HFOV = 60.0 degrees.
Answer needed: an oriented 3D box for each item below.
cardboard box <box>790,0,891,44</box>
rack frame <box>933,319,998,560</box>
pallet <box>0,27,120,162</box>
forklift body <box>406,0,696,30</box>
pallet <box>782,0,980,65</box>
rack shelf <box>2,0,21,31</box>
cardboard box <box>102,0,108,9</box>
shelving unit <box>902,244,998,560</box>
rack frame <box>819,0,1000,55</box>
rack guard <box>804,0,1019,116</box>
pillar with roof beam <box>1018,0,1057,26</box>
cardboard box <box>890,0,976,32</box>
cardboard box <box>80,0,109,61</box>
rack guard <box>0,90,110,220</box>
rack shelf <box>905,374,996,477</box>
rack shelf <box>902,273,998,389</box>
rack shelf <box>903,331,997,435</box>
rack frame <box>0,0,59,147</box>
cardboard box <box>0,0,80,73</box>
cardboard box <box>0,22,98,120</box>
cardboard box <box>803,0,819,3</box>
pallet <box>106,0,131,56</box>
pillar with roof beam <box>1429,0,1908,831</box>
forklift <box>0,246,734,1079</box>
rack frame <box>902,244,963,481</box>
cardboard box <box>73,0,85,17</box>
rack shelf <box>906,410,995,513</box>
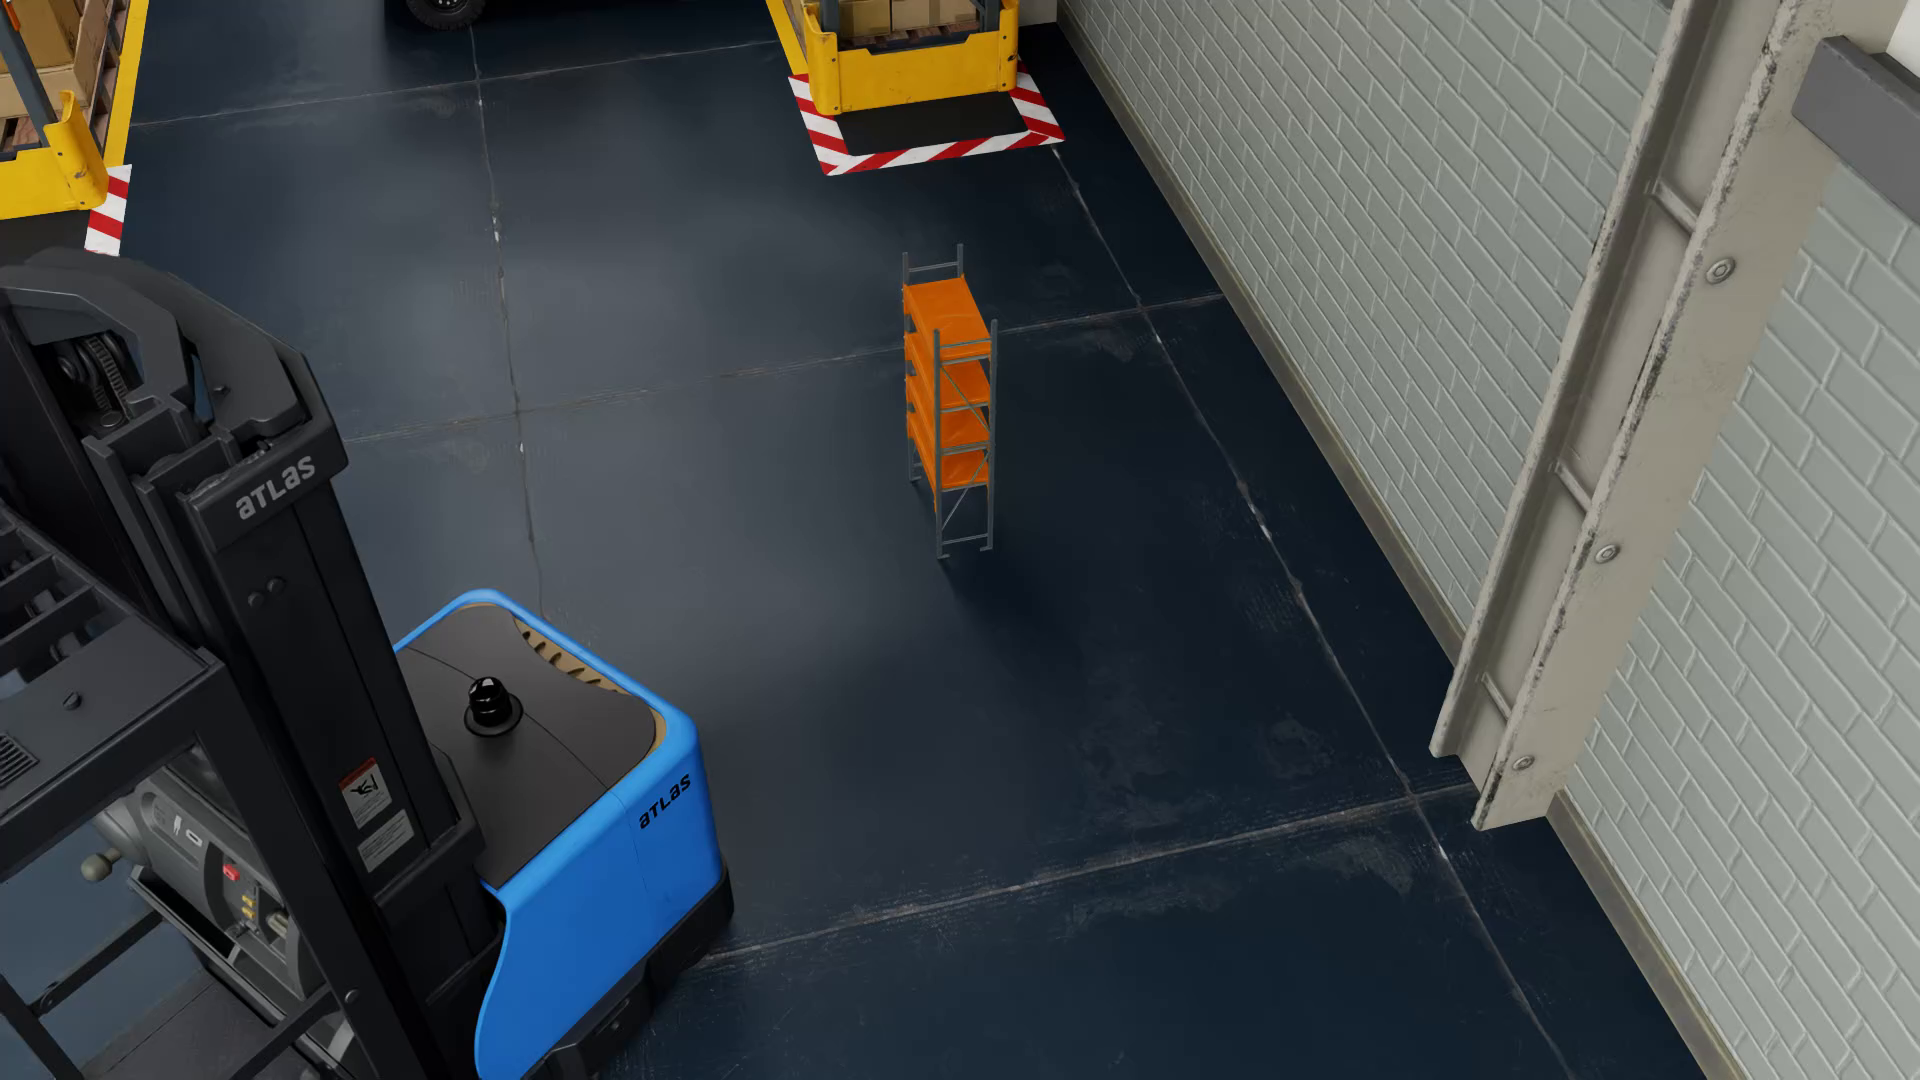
[{"bbox_3d":[-0.699,-3.116,9.585,0.500,0.250,0.500,-10,46,-10],"label":"cardboard box"},{"bbox_3d":[0.020,-0.366,6.519,0.240,1.200,0.015,-11,47,-10],"label":"rack frame"},{"bbox_3d":[-5.264,-2.399,9.204,1.003,0.211,1.213,-11,47,-10],"label":"pallet"},{"bbox_3d":[-2.522,-4.343,9.751,2.313,2.155,1.214,-11,47,-10],"label":"forklift body"},{"bbox_3d":[-0.509,-3.209,9.998,1.003,0.211,1.213,-11,47,-10],"label":"pallet"},{"bbox_3d":[-5.582,-3.884,9.210,1.077,0.370,4.000,-11,47,-10],"label":"rack shelf"},{"bbox_3d":[-5.285,-3.275,9.741,0.500,0.250,0.500,-8,46,-8],"label":"cardboard box"},{"bbox_3d":[-0.042,-0.534,6.684,0.258,1.200,0.503,-11,47,-10],"label":"shelving unit"},{"bbox_3d":[-0.273,-3.665,8.492,1.000,3.000,0.127,-11,47,-10],"label":"rack frame"},{"bbox_3d":[-0.267,-2.773,9.369,1.175,0.500,0.348,-11,47,-10],"label":"rack guard"},{"bbox_3d":[-3.742,-5.623,6.211,9.100,9.000,0.400,-11,47,-10],"label":"pillar with roof beam"},{"bbox_3d":[-0.210,-3.224,9.692,0.500,0.250,0.500,-11,47,-10],"label":"cardboard box"},{"bbox_3d":[-5.133,-2.901,9.374,0.500,0.250,0.500,-9,46,-9],"label":"cardboard box"},{"bbox_3d":[-5.090,-1.932,8.544,1.175,0.500,0.348,-11,47,-10],"label":"rack guard"},{"bbox_3d":[-0.042,-0.487,6.732,0.258,0.148,0.480,-11,47,-10],"label":"rack shelf"},{"bbox_3d":[-0.042,-0.809,6.404,0.258,0.148,0.480,-11,47,-10],"label":"rack shelf"},{"bbox_3d":[-0.042,-0.644,6.572,0.258,0.148,0.480,-11,47,-10],"label":"rack shelf"},{"bbox_3d":[-5.070,-2.755,7.600,1.000,3.000,0.127,-11,47,-10],"label":"rack frame"},{"bbox_3d":[-5.016,-2.826,8.776,0.500,0.500,0.500,-12,47,-12],"label":"cardboard box"},{"bbox_3d":[-5.010,-2.547,9.028,0.500,0.250,0.500,-11,47,-11],"label":"cardboard box"},{"bbox_3d":[-0.700,-3.303,9.419,0.500,0.250,0.500,-11,47,-11],"label":"cardboard box"},{"bbox_3d":[-5.572,-3.239,10.027,1.003,0.211,1.213,-11,47,-10],"label":"pallet"},{"bbox_3d":[-2.206,-1.481,2.151,9.100,9.000,0.400,-11,47,-10],"label":"pillar with roof beam"},{"bbox_3d":[-2.064,0.901,4.065,1.130,2.935,3.031,29,52,25],"label":"forklift"},{"bbox_3d":[-0.105,-0.703,6.849,0.240,1.200,0.015,-11,47,-10],"label":"rack frame"},{"bbox_3d":[-5.154,-3.186,9.129,0.500,0.500,0.500,-12,47,-12],"label":"cardboard box"},{"bbox_3d":[-0.042,-0.348,6.874,0.258,0.148,0.480,-11,47,-10],"label":"rack shelf"}]
